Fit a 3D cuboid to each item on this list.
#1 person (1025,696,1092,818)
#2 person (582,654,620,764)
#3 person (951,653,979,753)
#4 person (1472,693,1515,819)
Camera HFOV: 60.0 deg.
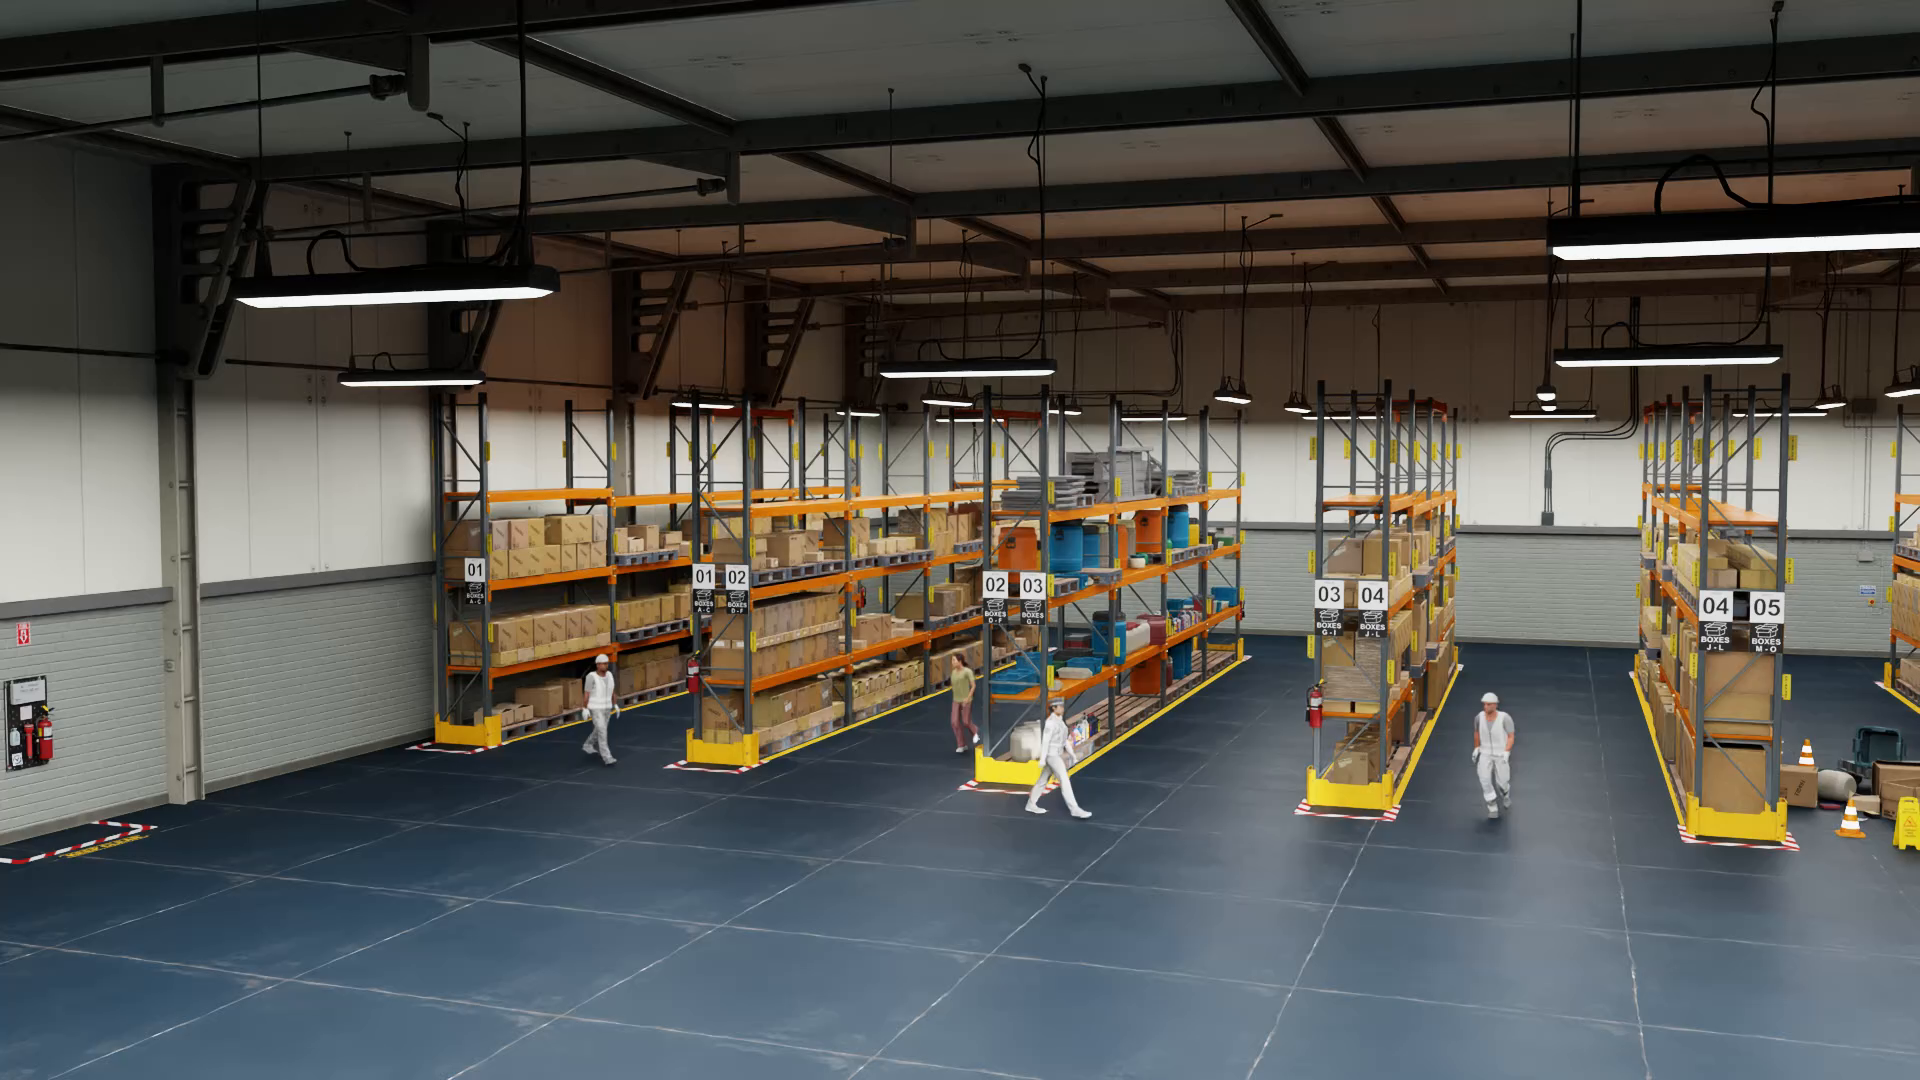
[{"bbox_3d":[1.359,2.949,22.805,0.932,1.626,0.483,1,3,10],"label":"person"},{"bbox_3d":[-5.804,2.715,26.885,1.085,1.732,0.563,2,4,33],"label":"person"},{"bbox_3d":[0.064,2.706,27.851,0.508,1.643,0.620,2,4,33],"label":"person"},{"bbox_3d":[7.352,2.936,22.927,0.589,1.699,0.793,2,4,30],"label":"person"}]
